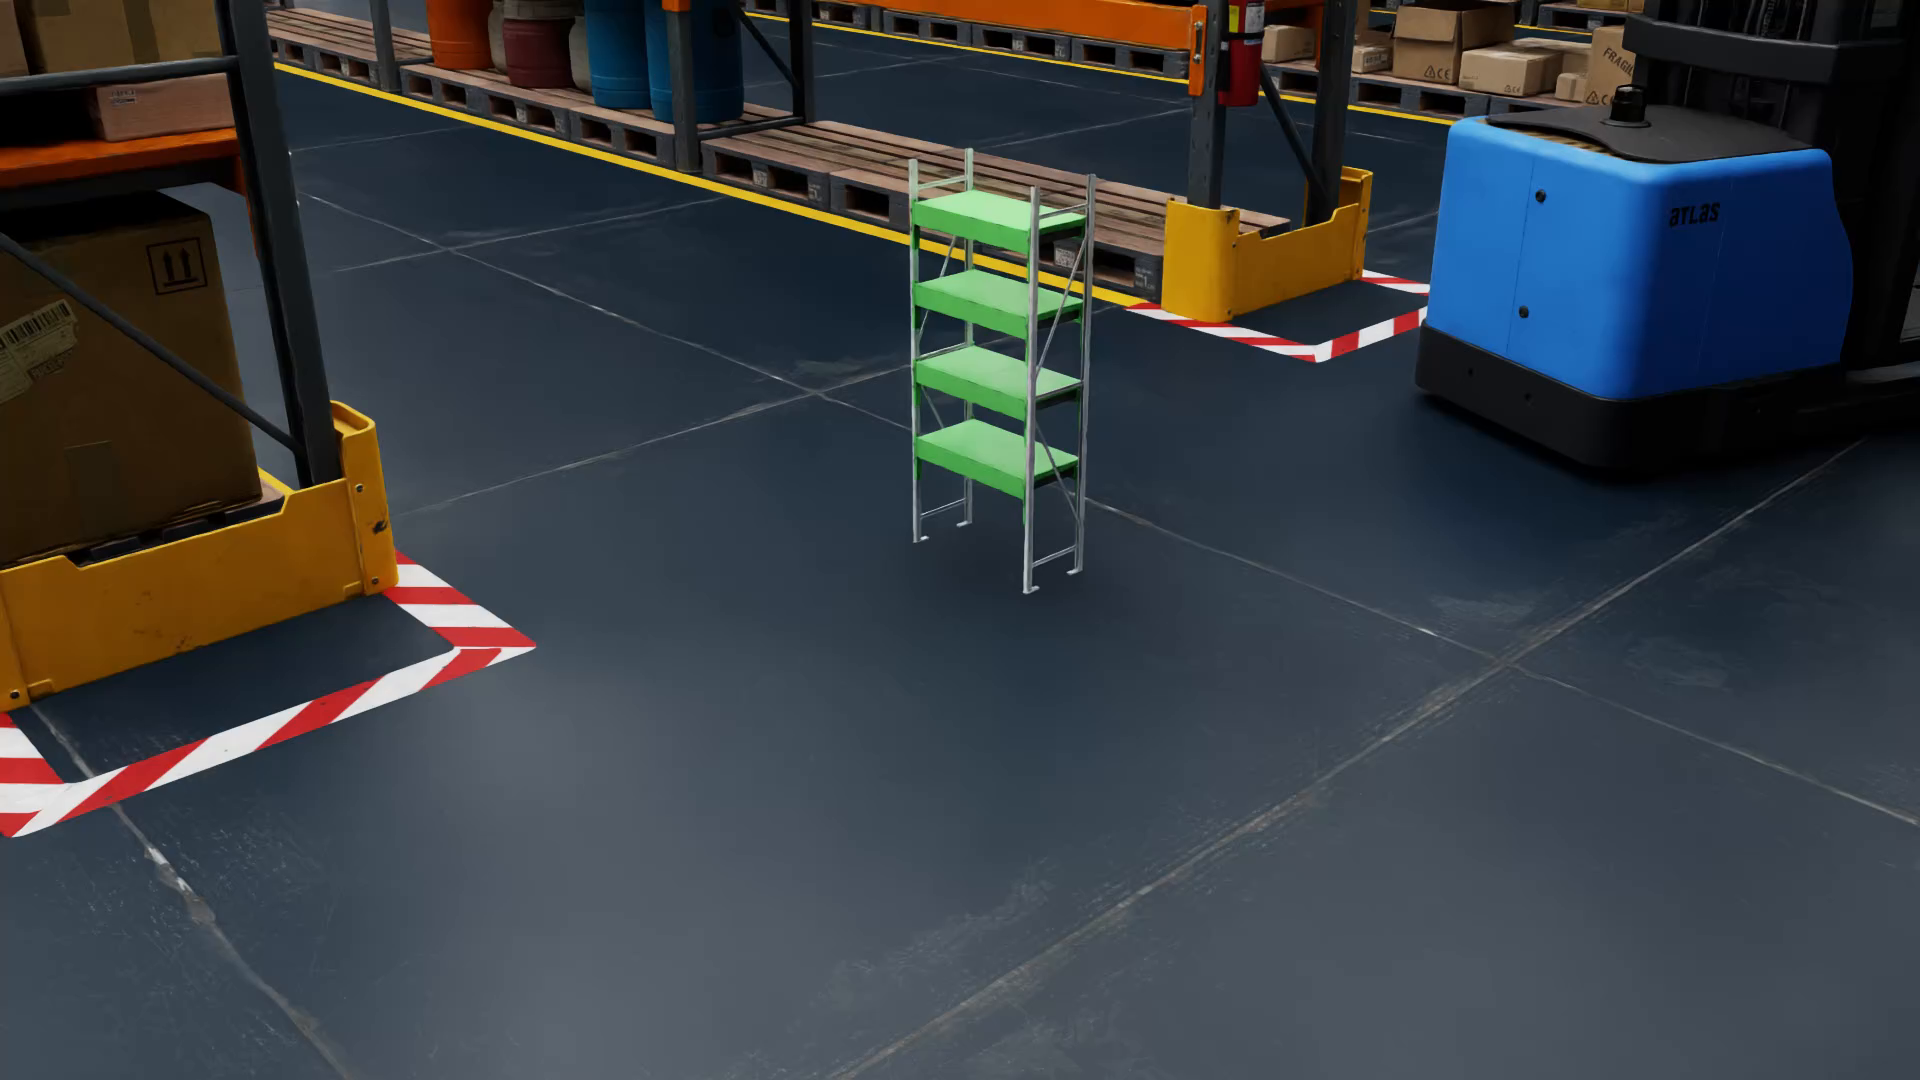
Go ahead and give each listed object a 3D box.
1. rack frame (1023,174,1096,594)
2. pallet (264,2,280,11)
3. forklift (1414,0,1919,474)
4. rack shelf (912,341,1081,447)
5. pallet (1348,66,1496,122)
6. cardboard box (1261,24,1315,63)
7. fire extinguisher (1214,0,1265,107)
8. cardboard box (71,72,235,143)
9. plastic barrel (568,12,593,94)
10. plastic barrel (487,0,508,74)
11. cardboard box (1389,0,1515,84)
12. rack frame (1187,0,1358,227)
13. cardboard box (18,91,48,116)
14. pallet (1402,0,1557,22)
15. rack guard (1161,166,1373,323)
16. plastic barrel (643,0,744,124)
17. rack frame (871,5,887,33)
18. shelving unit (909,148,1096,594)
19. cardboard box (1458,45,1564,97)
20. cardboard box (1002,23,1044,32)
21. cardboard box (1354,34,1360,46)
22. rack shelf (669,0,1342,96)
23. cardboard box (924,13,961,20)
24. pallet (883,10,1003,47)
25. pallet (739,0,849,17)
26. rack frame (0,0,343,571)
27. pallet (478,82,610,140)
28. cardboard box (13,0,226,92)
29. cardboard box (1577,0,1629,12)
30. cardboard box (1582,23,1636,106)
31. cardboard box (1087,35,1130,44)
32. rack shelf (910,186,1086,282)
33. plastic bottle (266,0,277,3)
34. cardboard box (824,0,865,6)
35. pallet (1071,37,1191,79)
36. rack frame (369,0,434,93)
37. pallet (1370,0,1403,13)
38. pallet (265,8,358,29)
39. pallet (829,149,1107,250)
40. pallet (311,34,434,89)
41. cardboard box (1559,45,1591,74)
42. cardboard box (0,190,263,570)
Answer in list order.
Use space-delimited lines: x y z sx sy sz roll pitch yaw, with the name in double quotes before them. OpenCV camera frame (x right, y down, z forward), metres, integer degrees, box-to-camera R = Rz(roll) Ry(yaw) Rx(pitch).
"rack frame" 0.280 -0.422 4.729 0.240 1.200 0.015 -21 32 -38
"pallet" -7.226 -5.115 16.209 1.003 0.211 1.213 -21 32 -38
"forklift" 3.312 -1.950 5.994 3.031 2.935 1.130 -11 27 -22
"rack shelf" 0.113 -0.438 4.918 0.258 0.148 0.480 -21 32 -38
"pallet" 3.595 -3.302 12.234 1.003 0.211 1.213 -21 32 -38
"cardboard box" 2.417 -3.937 12.976 0.500 0.311 0.500 -21 32 -38
"fire extinguisher" 1.176 -2.154 6.899 0.296 0.674 0.183 -21 32 -38
"cardboard box" -2.213 -1.215 4.602 0.380 0.149 0.250 -21 32 -38
"plastic barrel" -2.494 -3.385 11.547 0.421 0.512 0.421 0 25 0
"plastic barrel" -3.266 -3.727 12.297 0.421 0.512 0.421 0 25 0
"cardboard box" 3.576 -3.646 12.105 0.797 0.503 0.637 -21 32 -38
"rack frame" 1.404 -2.533 7.189 1.000 3.000 0.127 -21 32 -38
"cardboard box" -2.565 -1.370 4.941 0.380 0.149 0.250 -22 33 -40
"pallet" 5.320 -5.499 17.050 1.003 0.211 1.213 -21 32 -38
"rack guard" 1.430 -1.392 7.700 1.175 0.500 0.348 -21 32 -38
"plastic barrel" -1.689 -3.151 10.565 0.600 0.901 0.708 -21 32 -38
"rack frame" -0.445 -6.361 15.579 1.000 3.000 0.127 -21 32 -38
"shelving unit" 0.113 -0.496 4.891 0.258 1.200 0.503 -21 32 -38
"cardboard box" 3.844 -3.278 11.603 0.500 0.250 0.500 -21 32 -38
"cardboard box" 0.719 -4.738 14.503 0.500 0.500 0.500 22 33 40
"cardboard box" 3.185 -3.863 13.009 0.380 0.149 0.250 -21 32 -38
"rack shelf" 0.037 -2.812 8.666 1.077 0.370 4.000 -21 32 -38
"cardboard box" 0.019 -5.048 15.183 0.500 0.500 0.500 22 33 40
"pallet" 0.037 -4.855 15.639 1.003 0.211 1.213 -21 32 -38
"pallet" -1.809 -5.722 17.539 1.003 0.211 1.213 -21 32 -38
"rack frame" -2.211 -1.128 4.109 1.000 3.000 0.127 -21 32 -38
"pallet" -2.665 -3.092 11.773 1.003 0.211 1.213 -21 32 -38
"cardboard box" -2.342 -1.417 4.565 0.500 0.250 0.500 -22 33 -40
"cardboard box" 6.338 -5.354 15.877 0.700 0.500 0.500 -21 32 -38
"cardboard box" 4.471 -3.095 10.902 0.500 0.500 0.500 -21 32 -38
"cardboard box" 1.410 -4.432 13.833 0.500 0.500 0.500 -21 32 -38
"rack shelf" 0.113 -0.874 4.718 0.258 0.148 0.480 -21 32 -38
"plastic bottle" -6.696 -5.348 16.117 0.097 0.271 0.097 0 25 0
"cardboard box" -0.983 -5.391 16.260 0.500 0.250 0.500 -20 31 -37
"pallet" 1.705 -4.116 14.018 1.003 0.211 1.213 -21 32 -38
"rack frame" -4.064 -4.957 12.501 1.000 3.000 0.127 -21 32 -38
"pallet" 4.481 -5.869 17.860 1.003 0.211 1.213 -21 32 -38
"pallet" -6.233 -4.673 15.239 1.003 0.211 1.213 -21 32 -38
"pallet" 0.039 -1.895 9.149 1.003 0.211 1.213 -21 32 -38
"pallet" -4.565 -3.934 13.619 1.003 0.211 1.213 -21 32 -38
"cardboard box" 4.516 -3.283 11.615 0.500 0.250 0.500 -21 32 -38
"cardboard box" -2.707 -0.524 4.838 0.875 0.875 0.875 -21 32 -38
